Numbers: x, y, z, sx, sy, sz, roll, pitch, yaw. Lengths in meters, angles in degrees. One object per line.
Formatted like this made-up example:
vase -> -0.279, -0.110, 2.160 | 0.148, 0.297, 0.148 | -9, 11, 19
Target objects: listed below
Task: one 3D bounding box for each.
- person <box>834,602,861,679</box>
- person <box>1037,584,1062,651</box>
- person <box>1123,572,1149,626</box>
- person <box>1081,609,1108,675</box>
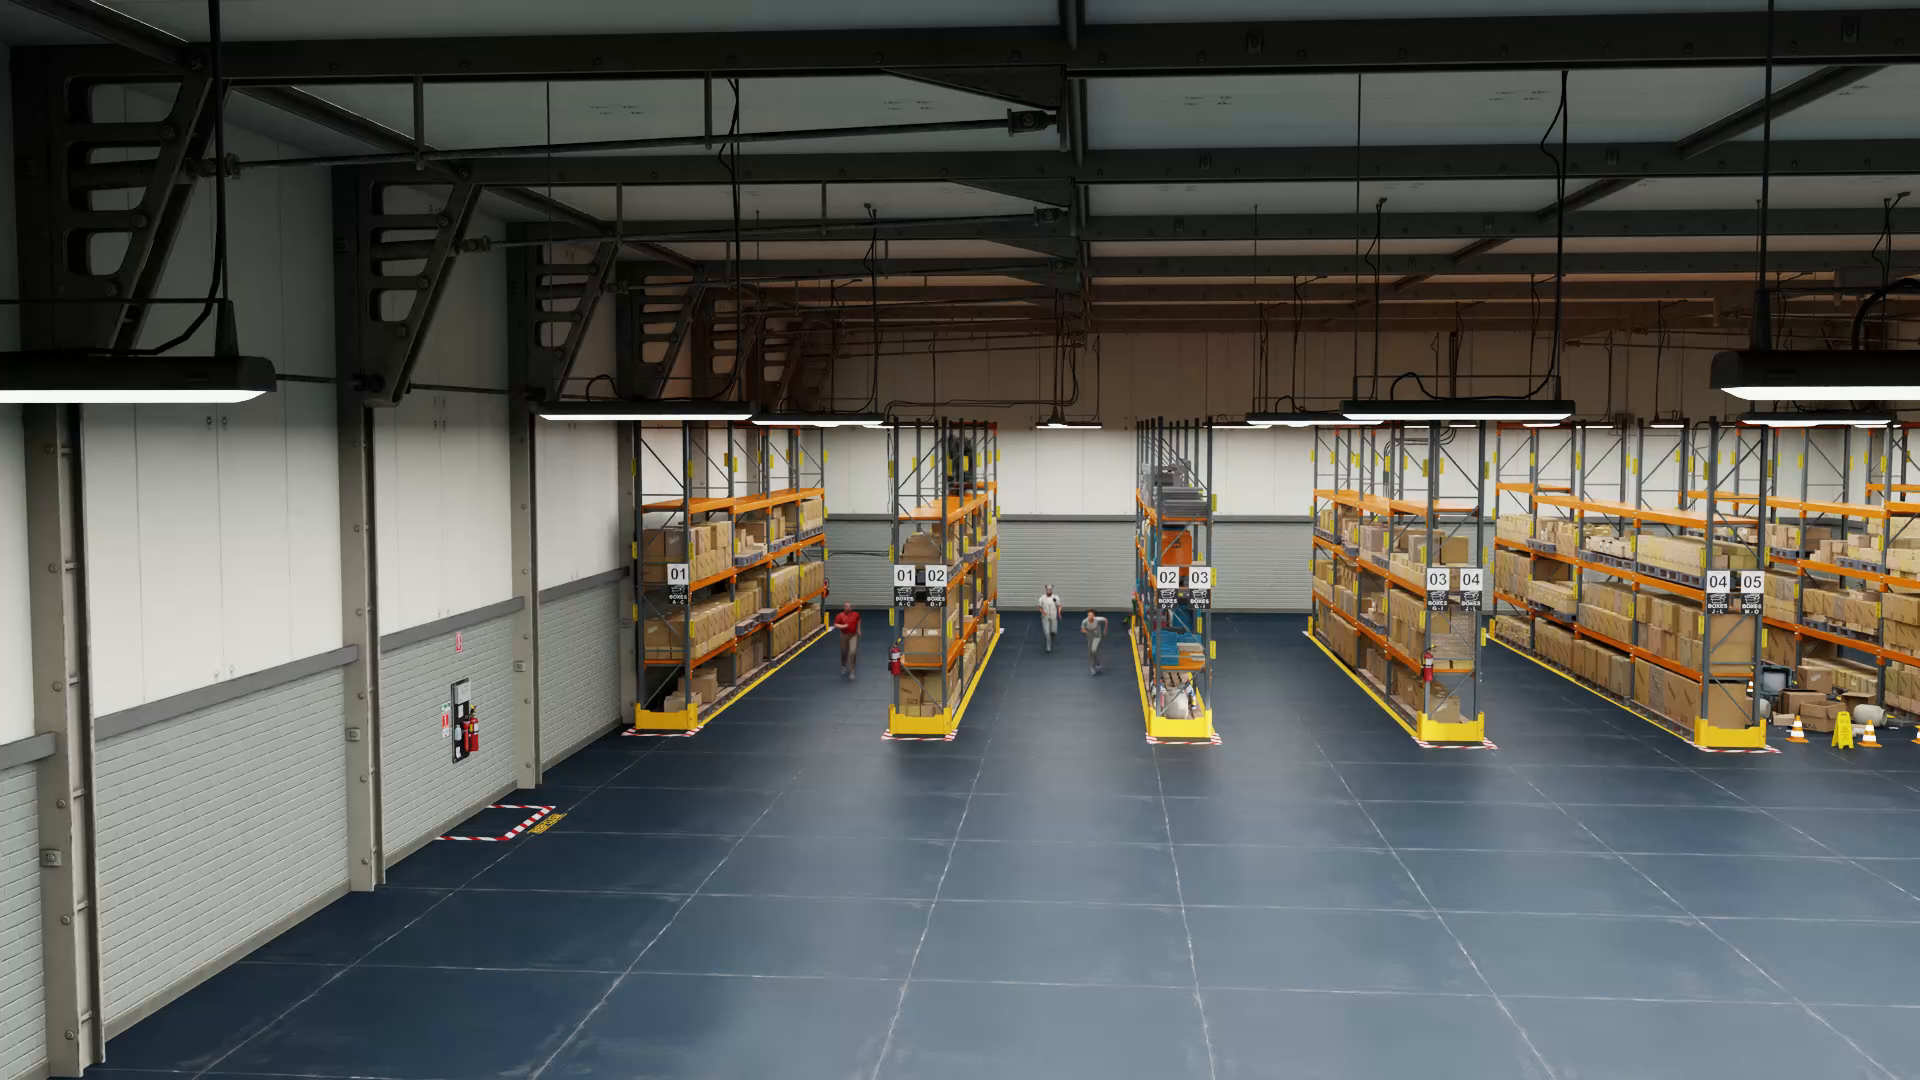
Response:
person -> -2.622, 2.313, 38.822 | 0.641, 1.768, 0.915 | -1, 4, -8
person -> 2.346, 2.024, 43.538 | 0.664, 1.737, 0.573 | 0, 4, -1
person -> 5.161, 1.741, 48.239 | 0.818, 1.676, 0.636 | -1, 4, -22
person -> 3.189, 2.397, 39.293 | 0.600, 1.591, 0.948 | 1, 4, 17
